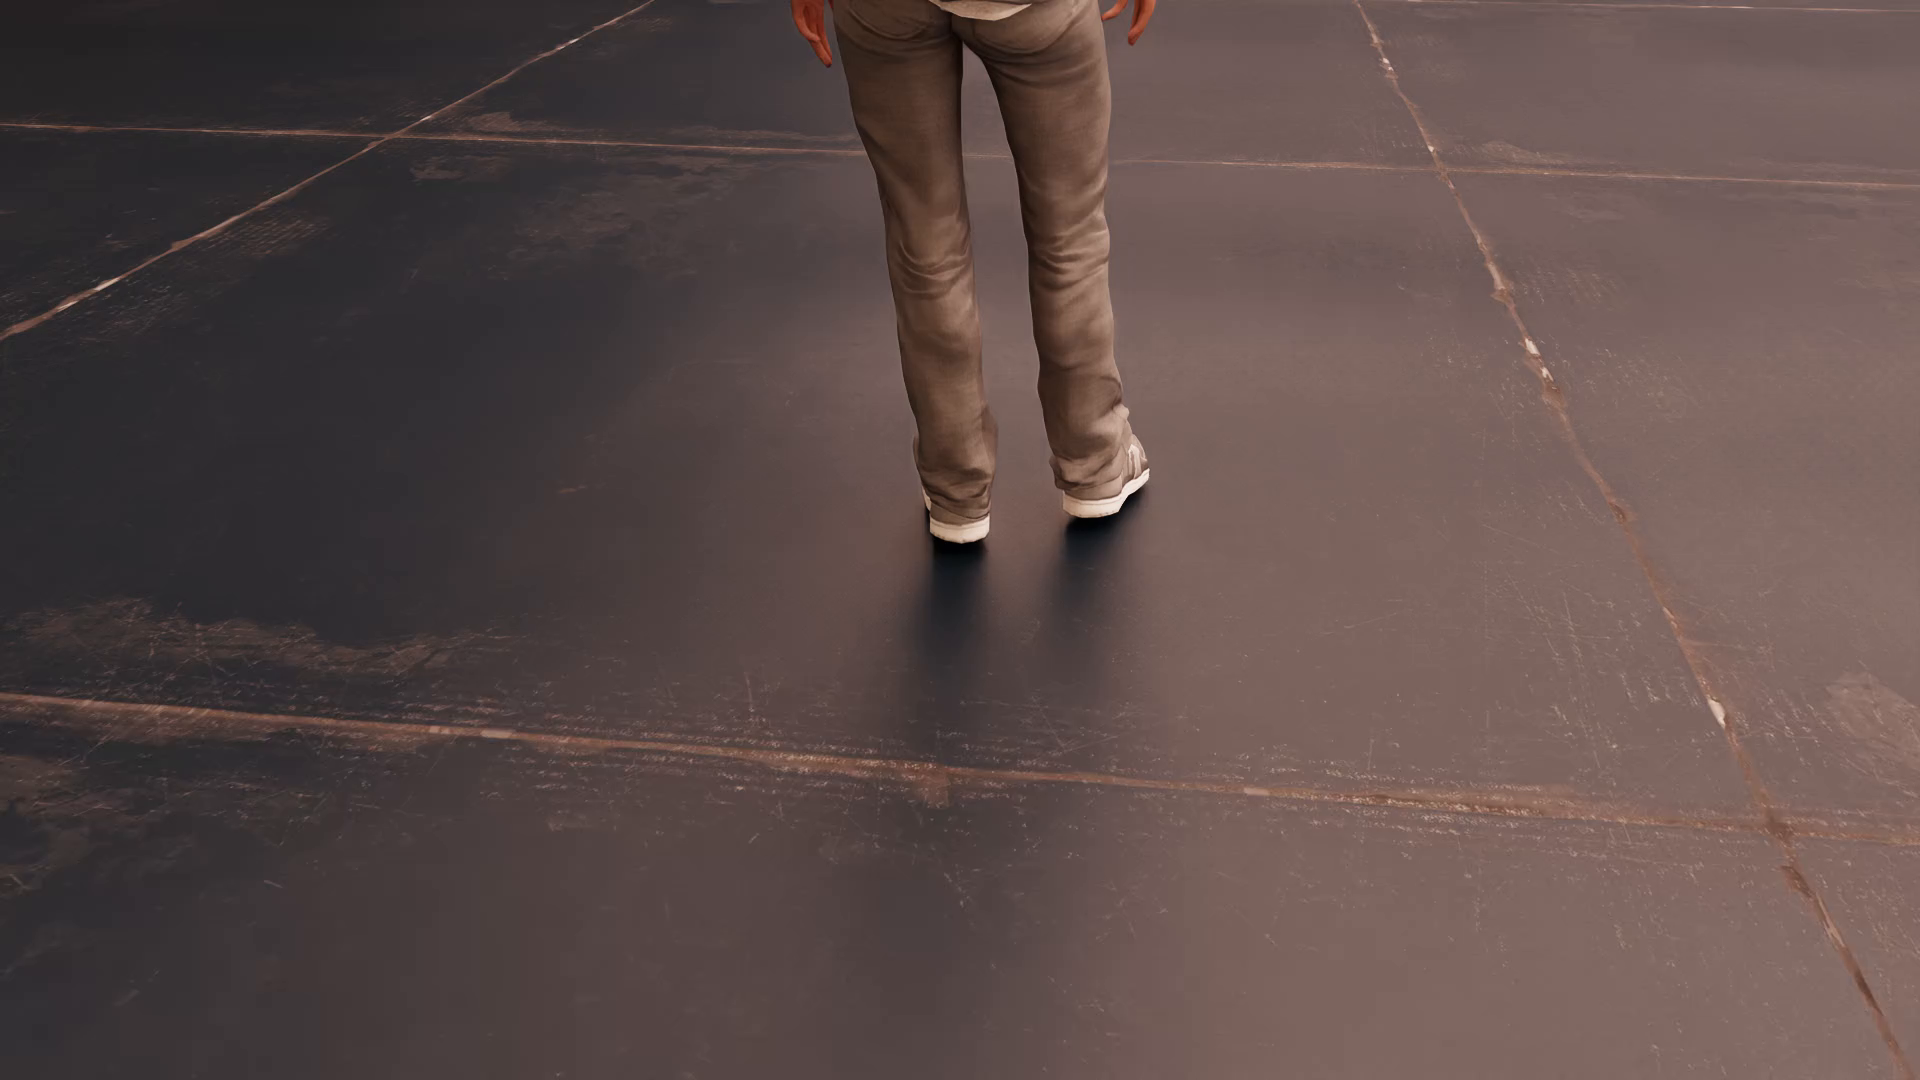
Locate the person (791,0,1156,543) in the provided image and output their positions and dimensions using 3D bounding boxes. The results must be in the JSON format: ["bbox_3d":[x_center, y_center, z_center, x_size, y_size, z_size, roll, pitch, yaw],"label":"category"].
[{"bbox_3d":[0.024,-0.753,2.204,0.521,1.596,0.475,3,27,7],"label":"person"}]
